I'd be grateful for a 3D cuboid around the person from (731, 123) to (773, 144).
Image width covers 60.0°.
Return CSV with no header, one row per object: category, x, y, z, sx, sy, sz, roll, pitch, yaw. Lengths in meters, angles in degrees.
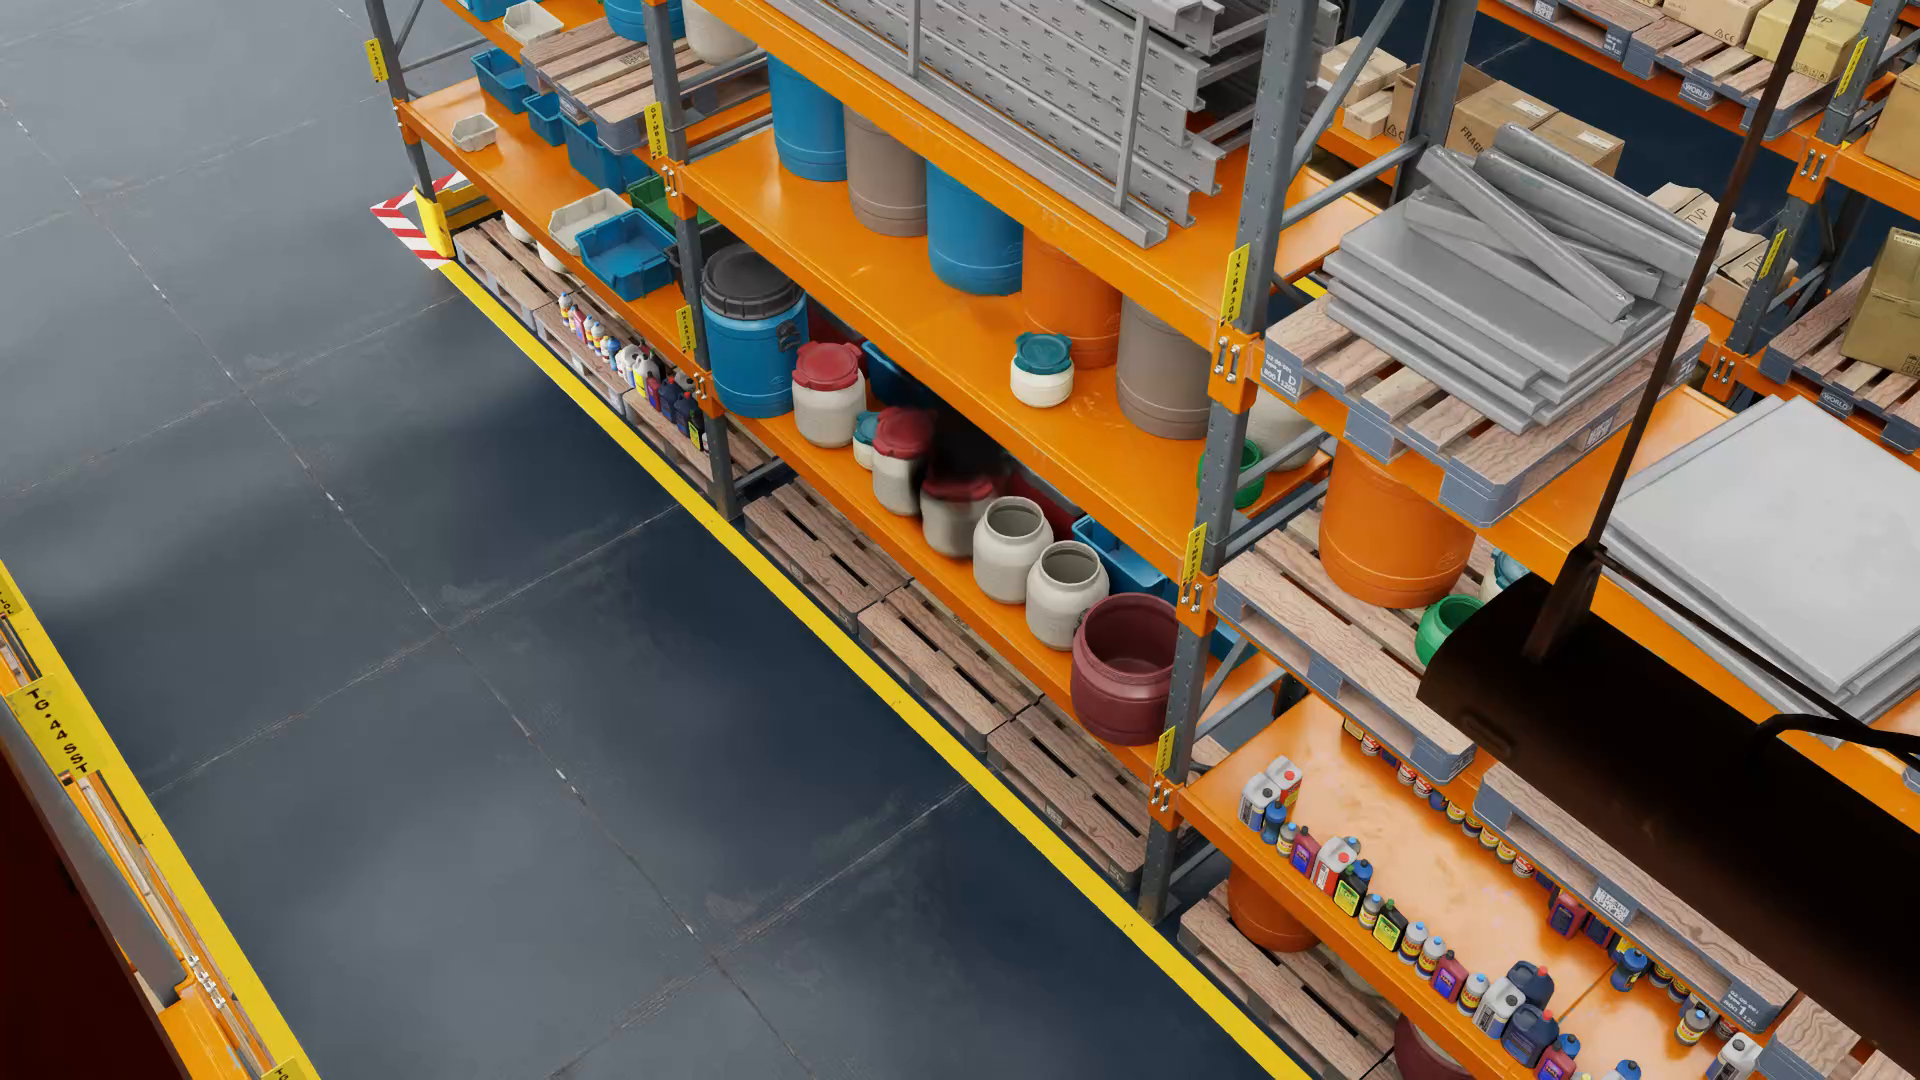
person,-1.436,-2.940,12.578,0.716,1.727,0.711,34,55,28
